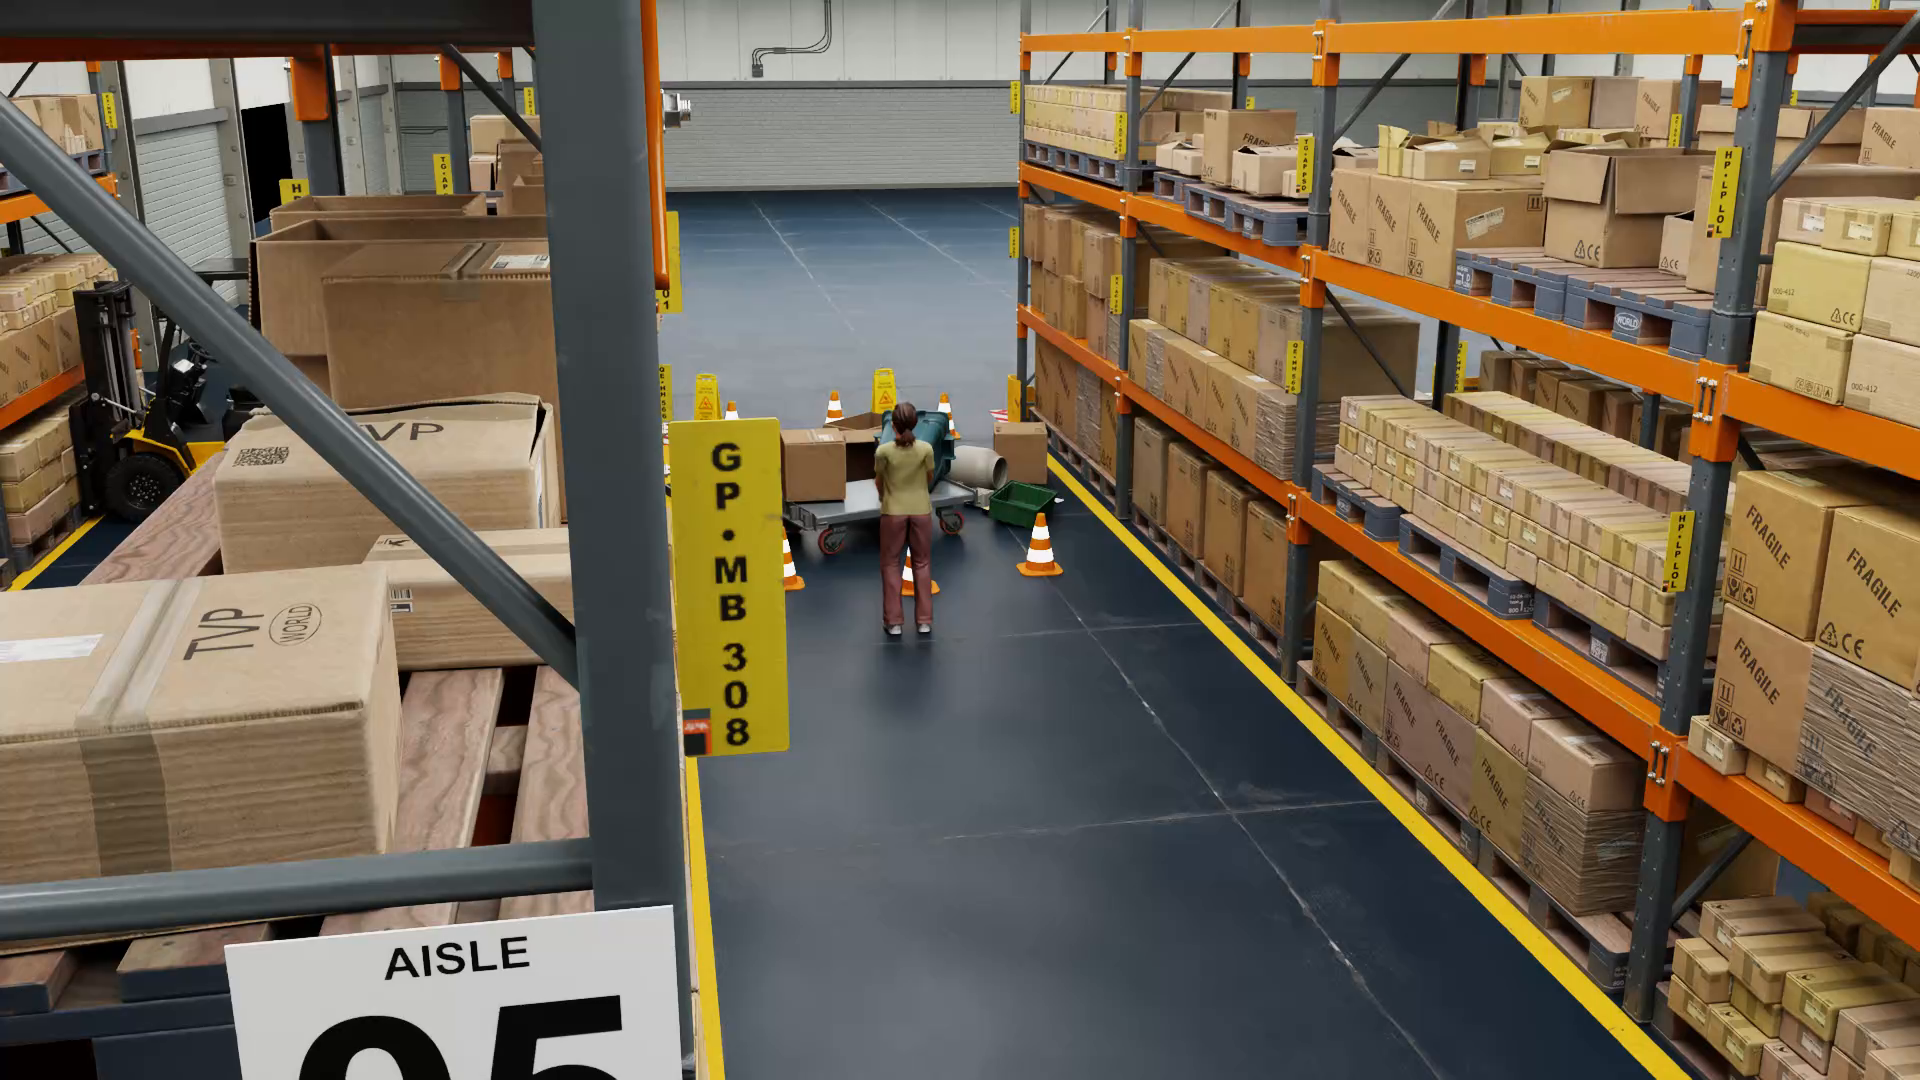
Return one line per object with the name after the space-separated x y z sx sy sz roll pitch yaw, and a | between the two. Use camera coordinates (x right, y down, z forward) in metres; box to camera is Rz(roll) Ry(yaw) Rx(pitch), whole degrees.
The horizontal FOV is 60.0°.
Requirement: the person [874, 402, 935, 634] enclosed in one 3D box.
-0.393 -0.177 11.660 0.426 1.662 0.561 -3 17 -10 | person
